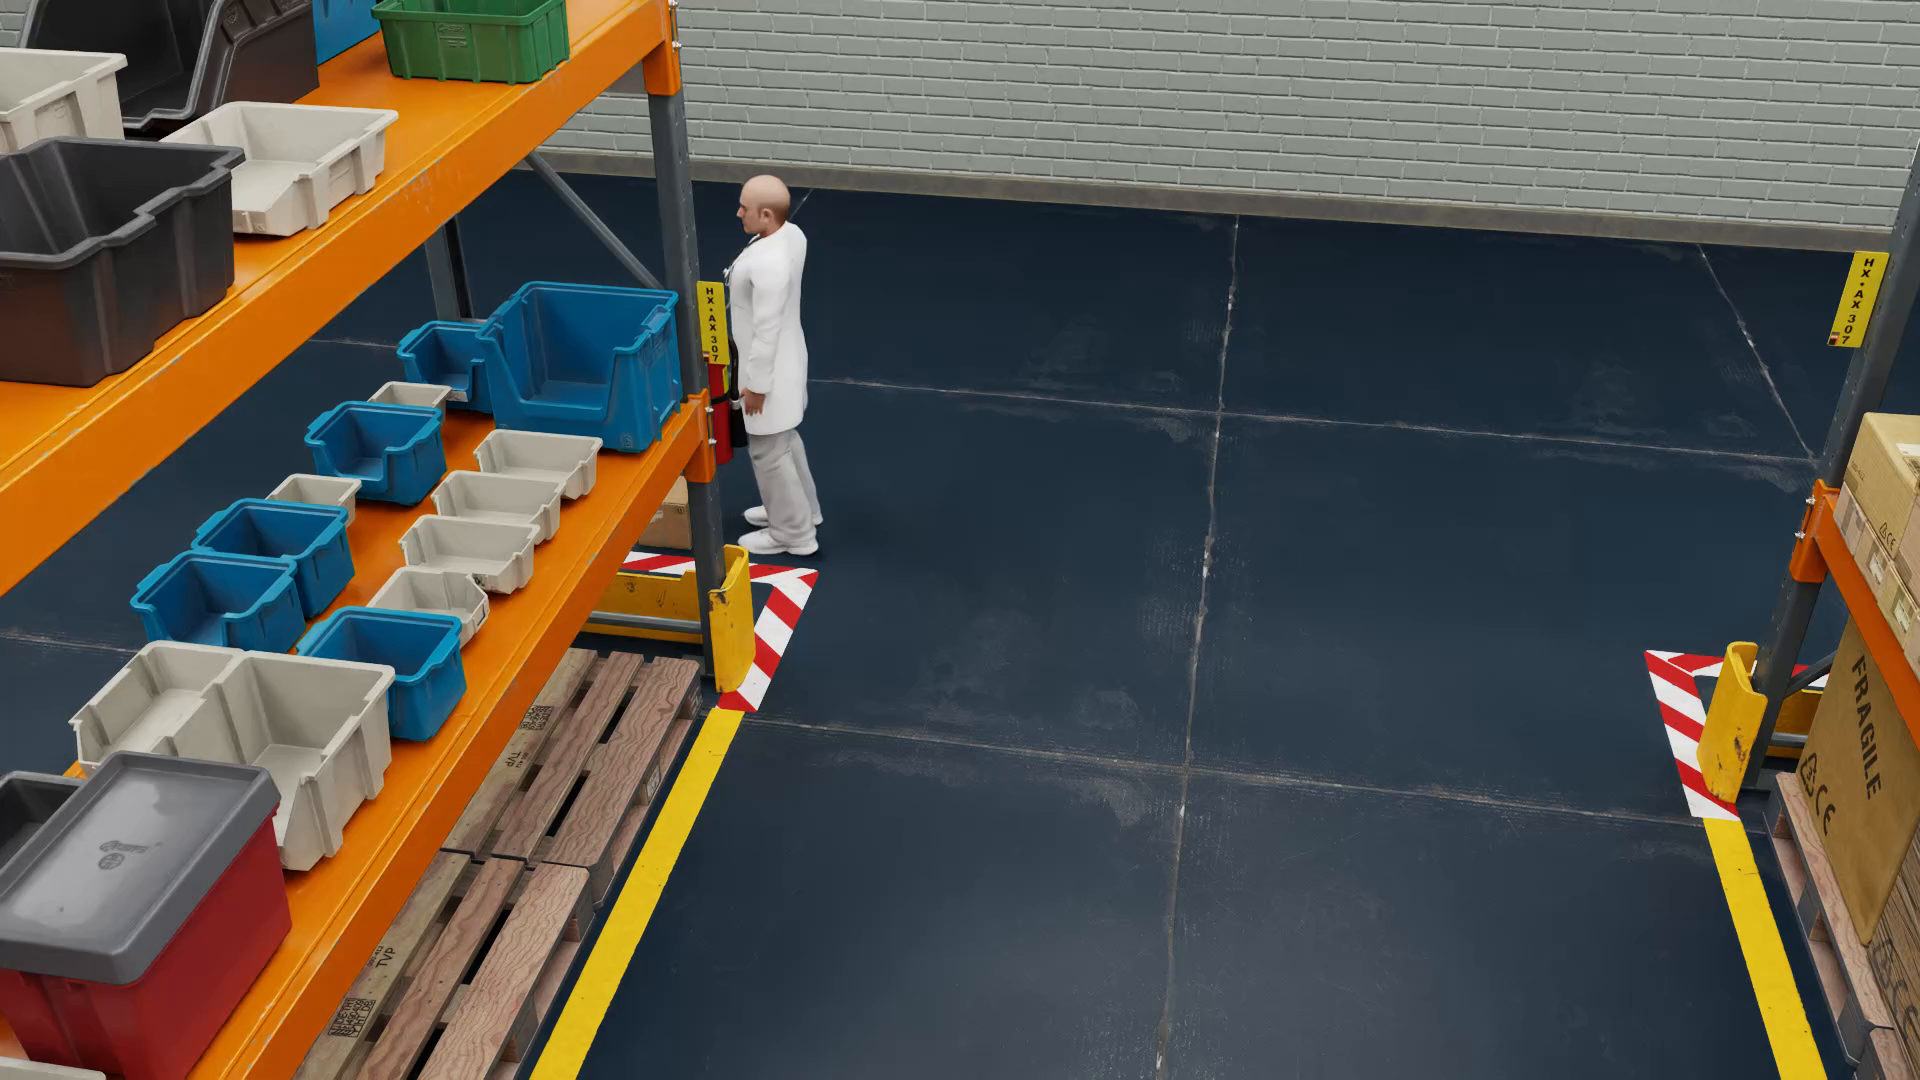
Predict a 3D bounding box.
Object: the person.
[{"bbox_3d":[-0.847,-0.756,7.368,0.374,1.777,0.561,3,32,4],"label":"person"}]
